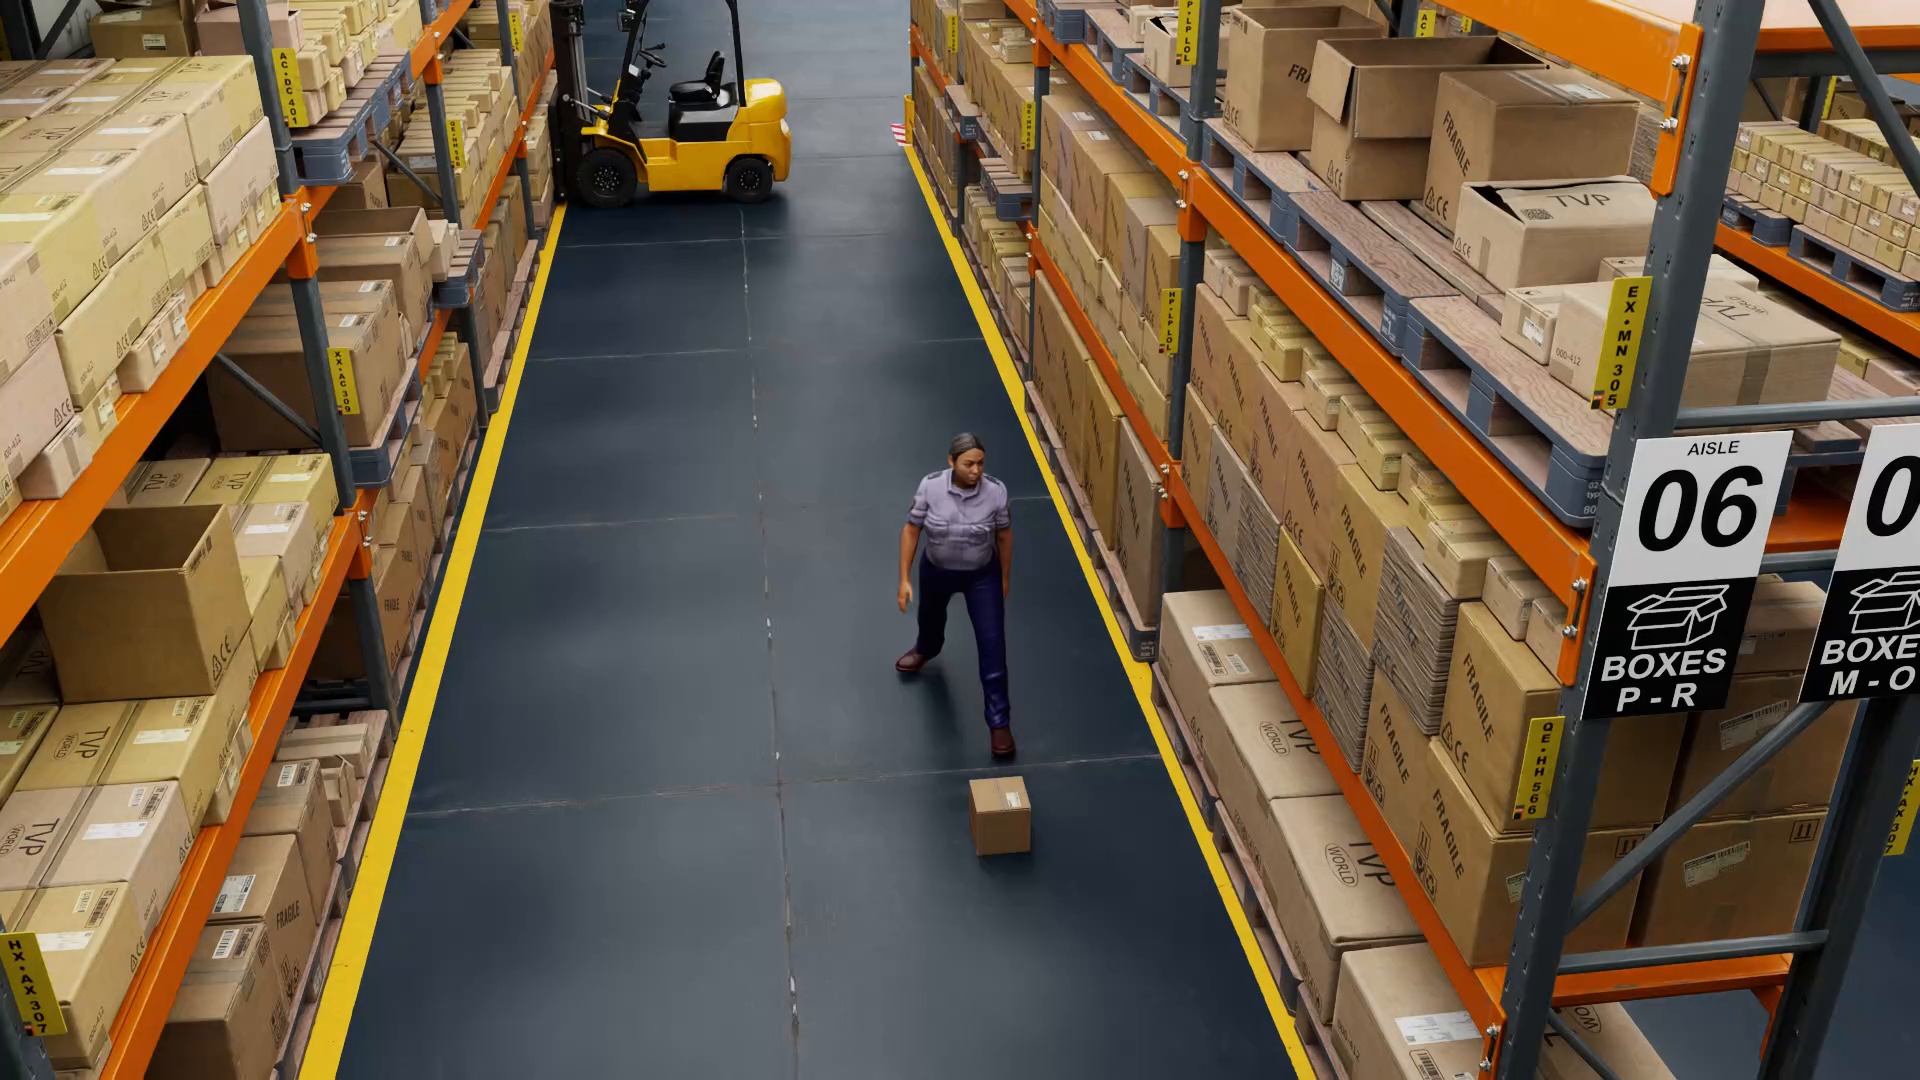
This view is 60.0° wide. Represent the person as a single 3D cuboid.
[{"bbox_3d":[-0.030,0.164,8.341,0.717,1.594,0.953,3,28,7],"label":"person"}]
